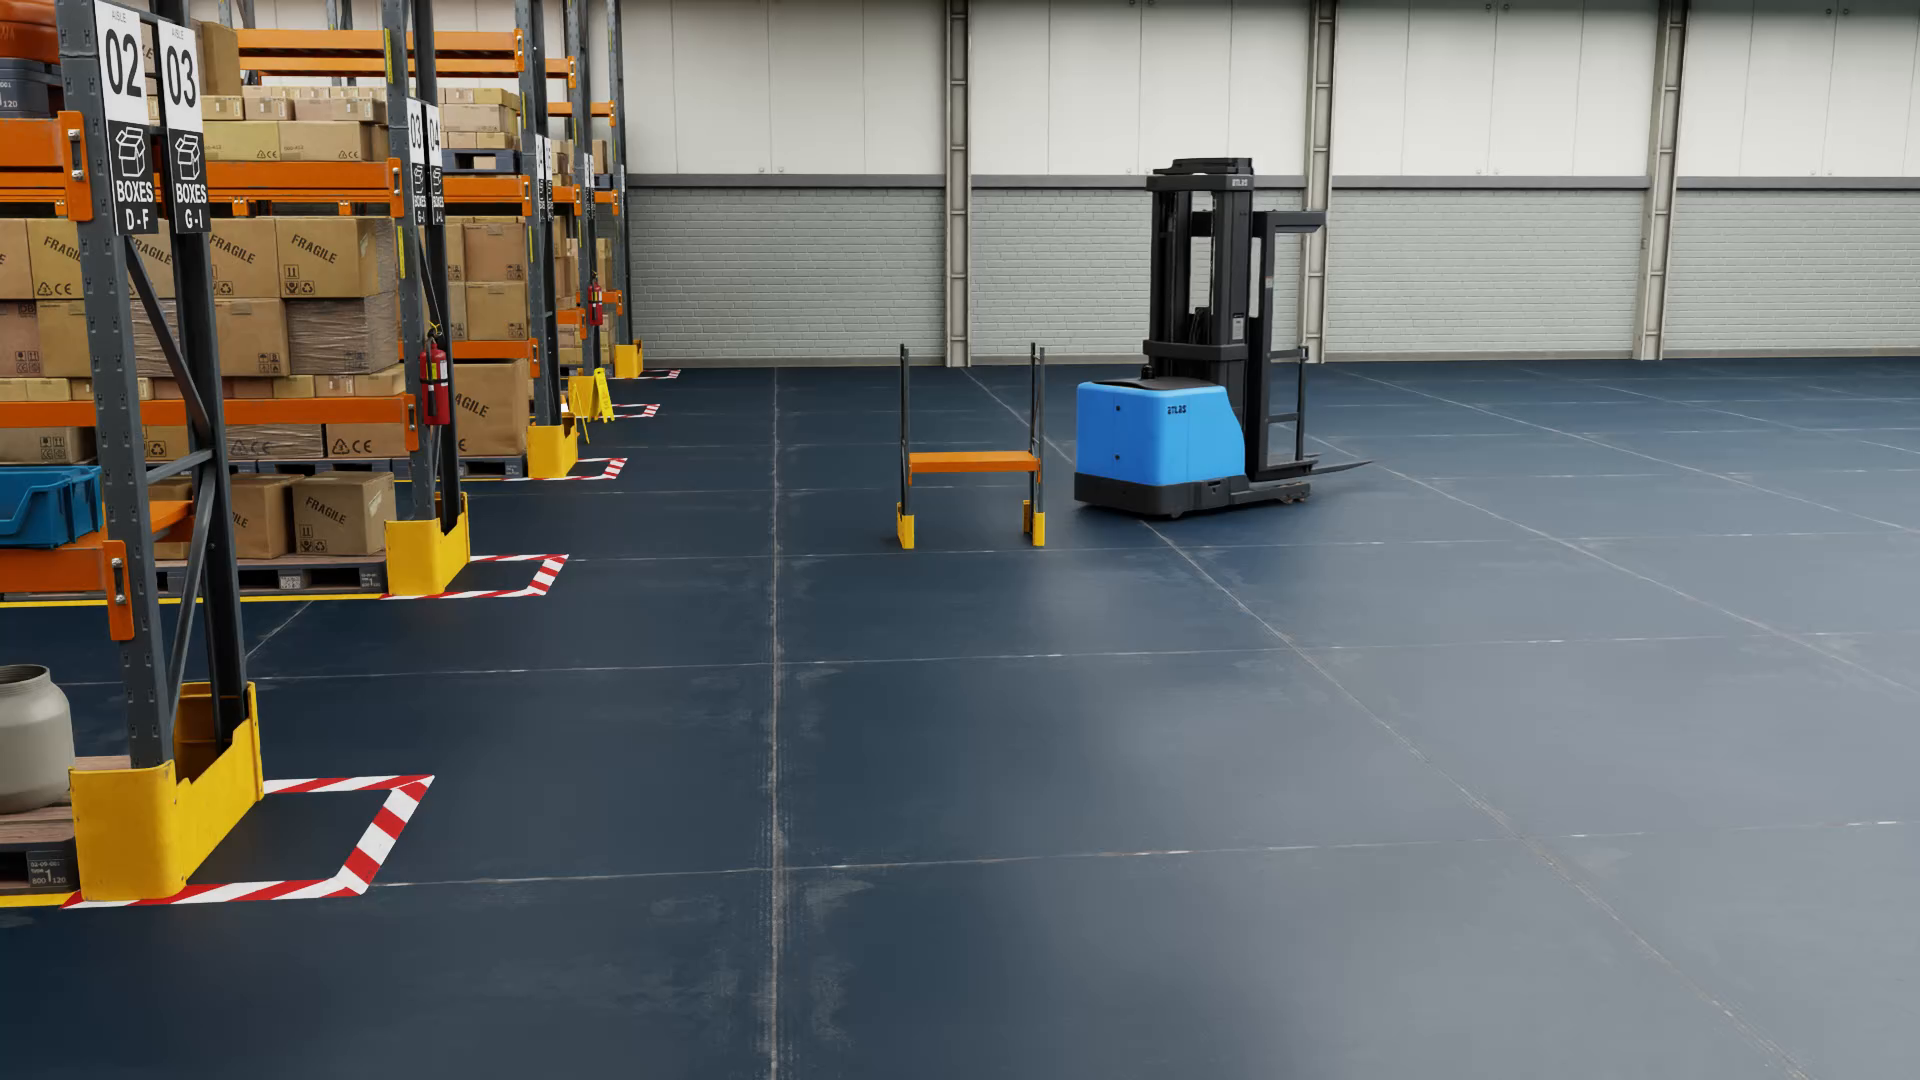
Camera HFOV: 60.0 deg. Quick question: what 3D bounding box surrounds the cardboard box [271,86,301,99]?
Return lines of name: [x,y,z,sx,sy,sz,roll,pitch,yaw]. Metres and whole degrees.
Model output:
cardboard box: [-6.101,-4.056,15.185,0.250,0.149,0.380,-1,11,-6]

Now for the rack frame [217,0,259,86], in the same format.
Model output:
rack frame: [-8.647,-5.978,19.949,0.127,3.000,1.000,-1,11,-6]

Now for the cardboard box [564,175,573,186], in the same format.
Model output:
cardboard box: [-5.035,-4.522,20.968,0.250,0.149,0.380,-1,11,-6]

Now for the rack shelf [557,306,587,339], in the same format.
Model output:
rack shelf: [-6.658,-2.723,20.809,4.000,0.370,1.077,-1,11,-6]

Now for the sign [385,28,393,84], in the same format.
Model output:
sign: [-3.560,-3.017,10.366,0.005,0.325,0.100,-1,11,-6]

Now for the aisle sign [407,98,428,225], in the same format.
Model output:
aisle sign: [-3.506,-2.437,10.747,0.004,0.787,0.394,-1,11,-6]

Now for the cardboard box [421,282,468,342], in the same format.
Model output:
cardboard box: [-4.944,-2.212,15.956,0.550,0.550,0.875,-1,11,-6]

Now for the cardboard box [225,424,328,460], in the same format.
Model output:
cardboard box: [-6.483,-1.270,15.971,0.875,0.875,0.875,-1,11,-6]

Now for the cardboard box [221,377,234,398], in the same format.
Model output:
cardboard box: [-4.856,-1.029,10.977,0.250,0.149,0.380,-1,11,-6]

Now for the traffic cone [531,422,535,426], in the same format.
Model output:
traffic cone: [-4.958,-1.617,19.892,0.334,0.463,0.336,-1,11,-6]

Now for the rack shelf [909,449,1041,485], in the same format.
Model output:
rack shelf: [0.085,-0.561,12.767,1.000,0.185,0.538,-1,11,-6]

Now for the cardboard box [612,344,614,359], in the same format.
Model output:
cardboard box: [-5.719,-2.954,26.156,0.500,0.250,0.500,-1,11,-6]

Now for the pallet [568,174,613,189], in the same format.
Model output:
pallet: [-5.916,-5.488,25.462,1.213,0.211,1.003,-1,11,-6]

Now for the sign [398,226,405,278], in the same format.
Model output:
sign: [-3.560,-1.834,10.598,0.005,0.325,0.100,-1,11,-6]

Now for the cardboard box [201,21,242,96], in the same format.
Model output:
cardboard box: [-5.105,-3.150,11.014,0.500,0.500,0.500,-1,11,-6]

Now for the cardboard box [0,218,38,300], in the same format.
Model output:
cardboard box: [-6.108,-1.801,10.632,0.500,0.500,0.500,-1,11,-6]

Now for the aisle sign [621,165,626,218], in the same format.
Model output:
aisle sign: [-5.113,-5.290,25.262,0.004,0.787,0.394,-1,11,-6]

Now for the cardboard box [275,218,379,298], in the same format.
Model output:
cardboard box: [-4.120,-1.844,10.850,0.500,0.500,0.500,-1,11,-6]

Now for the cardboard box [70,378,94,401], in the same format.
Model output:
cardboard box: [-5.597,-1.005,10.857,0.250,0.149,0.380,-1,11,-6]

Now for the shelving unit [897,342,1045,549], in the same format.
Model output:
shelving unit: [0.076,-0.738,12.731,1.083,1.500,0.587,-1,11,-6]

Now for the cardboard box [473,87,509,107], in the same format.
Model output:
cardboard box: [-4.333,-4.093,15.374,0.250,0.149,0.380,-1,11,-6]

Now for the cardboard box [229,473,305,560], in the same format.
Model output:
cardboard box: [-4.813,-0.168,11.338,0.500,0.500,0.500,2,11,9]

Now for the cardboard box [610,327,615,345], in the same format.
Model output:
cardboard box: [-5.700,-3.202,26.122,0.500,0.250,0.500,-1,11,-5]

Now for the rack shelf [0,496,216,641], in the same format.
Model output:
rack shelf: [-5.053,0.127,6.310,4.000,0.370,1.077,-1,11,-6]

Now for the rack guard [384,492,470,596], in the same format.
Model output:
rack guard: [-3.675,0.011,11.517,0.348,0.500,1.175,-1,11,-6]

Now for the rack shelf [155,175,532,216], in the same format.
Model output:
rack shelf: [-6.023,-3.248,15.701,4.000,0.370,1.077,-1,11,-6]

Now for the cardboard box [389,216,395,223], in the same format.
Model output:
cardboard box: [-6.665,-3.728,20.431,0.500,0.500,0.700,-1,11,-6]

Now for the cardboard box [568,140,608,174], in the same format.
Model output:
cardboard box: [-5.624,-5.790,25.159,0.500,0.500,0.500,-1,11,-4]

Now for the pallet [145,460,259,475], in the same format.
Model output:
pallet: [-7.247,-0.720,15.983,1.213,0.211,1.003,-1,11,-6]

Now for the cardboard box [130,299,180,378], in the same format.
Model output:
cardboard box: [-5.136,-1.371,11.033,0.500,0.500,0.875,-1,11,-6]

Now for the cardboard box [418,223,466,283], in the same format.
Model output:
cardboard box: [-4.945,-2.745,15.865,0.550,0.550,0.875,-1,11,-6]

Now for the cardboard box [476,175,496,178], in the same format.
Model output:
cardboard box: [-5.765,-4.402,20.360,0.250,0.149,0.380,-1,11,-6]

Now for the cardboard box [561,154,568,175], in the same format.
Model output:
cardboard box: [-5.199,-4.703,20.854,0.500,0.250,0.500,-1,11,-7]

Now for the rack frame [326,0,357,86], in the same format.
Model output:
rack frame: [-9.186,-6.930,24.790,0.127,3.000,1.000,-1,11,-6]

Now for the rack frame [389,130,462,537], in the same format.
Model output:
rack frame: [-3.600,-1.217,11.284,0.127,3.000,1.000,-1,11,-6]

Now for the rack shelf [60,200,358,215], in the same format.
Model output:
rack shelf: [-11.175,-5.063,24.937,4.000,0.370,1.077,-1,11,-6]

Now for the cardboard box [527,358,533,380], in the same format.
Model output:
cardboard box: [-5.438,-2.276,20.764,0.500,0.500,0.500,-1,11,-6]

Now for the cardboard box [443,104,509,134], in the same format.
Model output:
cardboard box: [-4.491,-3.906,15.455,0.500,0.250,0.500,-1,11,-5]

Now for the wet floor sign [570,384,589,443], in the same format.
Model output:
wet floor sign: [-4.220,-1.396,18.295,0.232,0.644,0.267,-3,12,-16]

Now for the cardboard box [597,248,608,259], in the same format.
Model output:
cardboard box: [-5.524,-4.376,25.410,0.250,0.149,0.380,-1,11,-5]

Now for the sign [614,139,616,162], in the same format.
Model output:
sign: [-5.165,-5.833,24.895,0.005,0.325,0.100,-1,11,-6]

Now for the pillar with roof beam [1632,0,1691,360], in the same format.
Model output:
pillar with roof beam: [12.360,-6.721,23.727,0.400,9.000,9.100,-1,11,-6]

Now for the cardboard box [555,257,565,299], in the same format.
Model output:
cardboard box: [-5.180,-3.249,20.586,0.500,0.500,0.500,-1,11,-7]

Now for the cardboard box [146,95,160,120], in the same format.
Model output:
cardboard box: [-5.137,-2.720,10.506,0.250,0.149,0.380,-2,11,-9]

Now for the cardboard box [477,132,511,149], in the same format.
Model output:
cardboard box: [-4.329,-3.702,15.452,0.250,0.149,0.380,-1,11,-6]

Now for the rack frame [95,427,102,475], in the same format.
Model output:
rack frame: [-8.012,-2.087,15.709,0.127,3.000,1.000,-1,11,-6]

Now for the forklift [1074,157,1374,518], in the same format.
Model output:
forklift: [2.450,-1.822,14.537,3.031,2.935,1.130,-9,14,-37]

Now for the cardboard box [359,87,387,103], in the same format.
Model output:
cardboard box: [-5.342,-4.073,15.268,0.250,0.149,0.380,-1,11,-6]

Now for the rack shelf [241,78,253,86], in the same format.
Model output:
rack shelf: [-10.635,-5.387,19.845,4.000,0.370,1.077,-1,11,-6]

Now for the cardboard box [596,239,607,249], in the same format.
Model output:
cardboard box: [-5.543,-4.535,25.448,0.250,0.149,0.380,-1,11,-6]

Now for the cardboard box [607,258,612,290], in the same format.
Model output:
cardboard box: [-5.732,-4.162,26.001,0.500,0.500,0.500,-1,11,-4]

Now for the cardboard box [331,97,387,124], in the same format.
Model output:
cardboard box: [-3.842,-2.746,10.637,0.250,0.149,0.380,-1,11,-6]

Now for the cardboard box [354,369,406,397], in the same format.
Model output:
cardboard box: [-3.861,-1.049,11.077,0.250,0.149,0.380,-1,11,-6]

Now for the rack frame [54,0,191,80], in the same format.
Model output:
rack frame: [-3.065,-3.211,5.874,0.127,3.000,1.000,-1,11,-6]

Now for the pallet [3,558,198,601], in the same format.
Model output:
pallet: [-5.697,0.187,11.367,1.213,0.211,1.003,-1,11,-6]

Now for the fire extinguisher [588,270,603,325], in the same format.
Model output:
fire extinguisher: [-4.507,-2.994,20.521,0.183,0.674,0.296,-1,11,-6]

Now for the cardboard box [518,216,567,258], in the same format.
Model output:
cardboard box: [-5.154,-3.751,20.549,0.500,0.500,0.700,-1,11,-7]

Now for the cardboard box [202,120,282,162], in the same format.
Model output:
cardboard box: [-4.548,-2.546,10.655,0.500,0.250,0.500,-1,11,-6]
